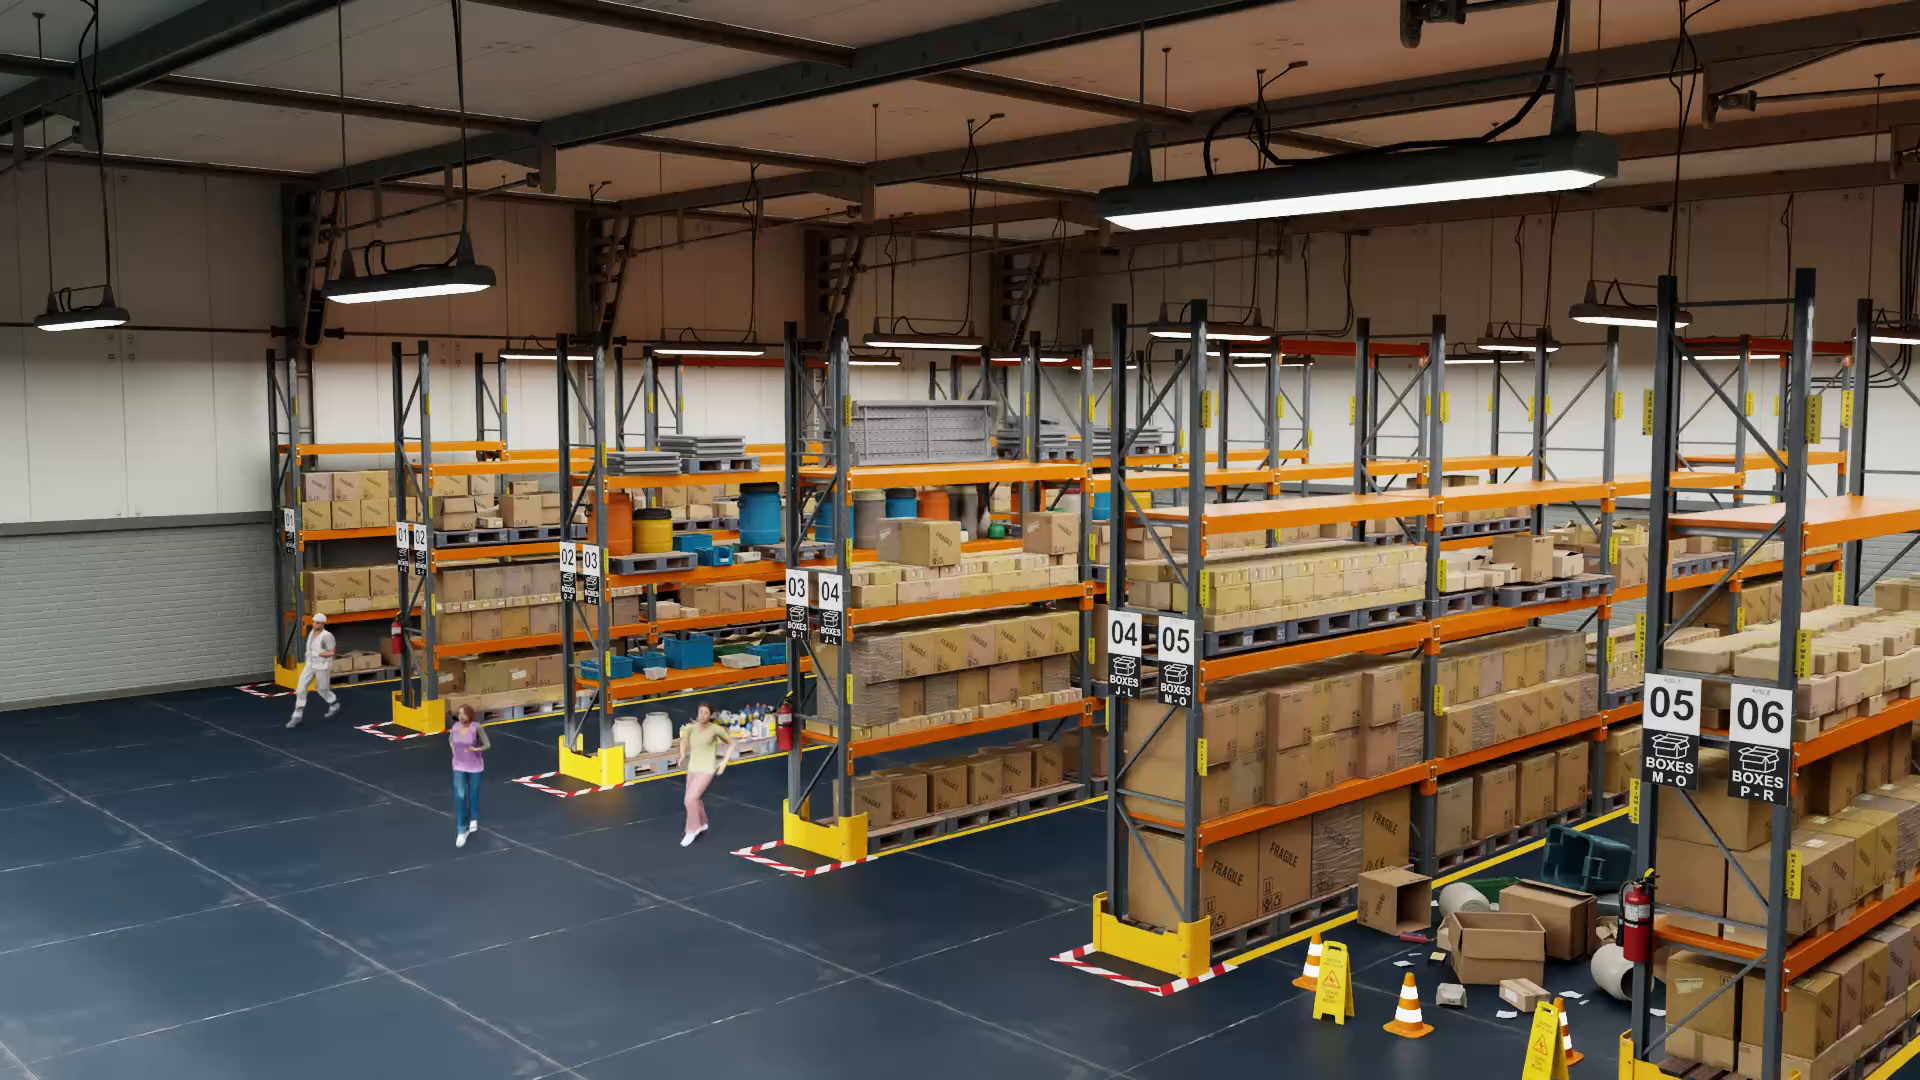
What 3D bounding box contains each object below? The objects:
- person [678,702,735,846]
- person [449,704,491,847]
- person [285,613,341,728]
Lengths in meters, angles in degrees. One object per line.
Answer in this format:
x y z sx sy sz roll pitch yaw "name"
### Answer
-2.973 2.689 19.228 0.635 1.664 0.673 3 6 28 "person"
-5.697 2.718 19.329 0.509 1.627 0.721 -1 5 -7 "person"
-10.048 2.020 26.139 0.687 1.781 0.948 2 6 26 "person"
